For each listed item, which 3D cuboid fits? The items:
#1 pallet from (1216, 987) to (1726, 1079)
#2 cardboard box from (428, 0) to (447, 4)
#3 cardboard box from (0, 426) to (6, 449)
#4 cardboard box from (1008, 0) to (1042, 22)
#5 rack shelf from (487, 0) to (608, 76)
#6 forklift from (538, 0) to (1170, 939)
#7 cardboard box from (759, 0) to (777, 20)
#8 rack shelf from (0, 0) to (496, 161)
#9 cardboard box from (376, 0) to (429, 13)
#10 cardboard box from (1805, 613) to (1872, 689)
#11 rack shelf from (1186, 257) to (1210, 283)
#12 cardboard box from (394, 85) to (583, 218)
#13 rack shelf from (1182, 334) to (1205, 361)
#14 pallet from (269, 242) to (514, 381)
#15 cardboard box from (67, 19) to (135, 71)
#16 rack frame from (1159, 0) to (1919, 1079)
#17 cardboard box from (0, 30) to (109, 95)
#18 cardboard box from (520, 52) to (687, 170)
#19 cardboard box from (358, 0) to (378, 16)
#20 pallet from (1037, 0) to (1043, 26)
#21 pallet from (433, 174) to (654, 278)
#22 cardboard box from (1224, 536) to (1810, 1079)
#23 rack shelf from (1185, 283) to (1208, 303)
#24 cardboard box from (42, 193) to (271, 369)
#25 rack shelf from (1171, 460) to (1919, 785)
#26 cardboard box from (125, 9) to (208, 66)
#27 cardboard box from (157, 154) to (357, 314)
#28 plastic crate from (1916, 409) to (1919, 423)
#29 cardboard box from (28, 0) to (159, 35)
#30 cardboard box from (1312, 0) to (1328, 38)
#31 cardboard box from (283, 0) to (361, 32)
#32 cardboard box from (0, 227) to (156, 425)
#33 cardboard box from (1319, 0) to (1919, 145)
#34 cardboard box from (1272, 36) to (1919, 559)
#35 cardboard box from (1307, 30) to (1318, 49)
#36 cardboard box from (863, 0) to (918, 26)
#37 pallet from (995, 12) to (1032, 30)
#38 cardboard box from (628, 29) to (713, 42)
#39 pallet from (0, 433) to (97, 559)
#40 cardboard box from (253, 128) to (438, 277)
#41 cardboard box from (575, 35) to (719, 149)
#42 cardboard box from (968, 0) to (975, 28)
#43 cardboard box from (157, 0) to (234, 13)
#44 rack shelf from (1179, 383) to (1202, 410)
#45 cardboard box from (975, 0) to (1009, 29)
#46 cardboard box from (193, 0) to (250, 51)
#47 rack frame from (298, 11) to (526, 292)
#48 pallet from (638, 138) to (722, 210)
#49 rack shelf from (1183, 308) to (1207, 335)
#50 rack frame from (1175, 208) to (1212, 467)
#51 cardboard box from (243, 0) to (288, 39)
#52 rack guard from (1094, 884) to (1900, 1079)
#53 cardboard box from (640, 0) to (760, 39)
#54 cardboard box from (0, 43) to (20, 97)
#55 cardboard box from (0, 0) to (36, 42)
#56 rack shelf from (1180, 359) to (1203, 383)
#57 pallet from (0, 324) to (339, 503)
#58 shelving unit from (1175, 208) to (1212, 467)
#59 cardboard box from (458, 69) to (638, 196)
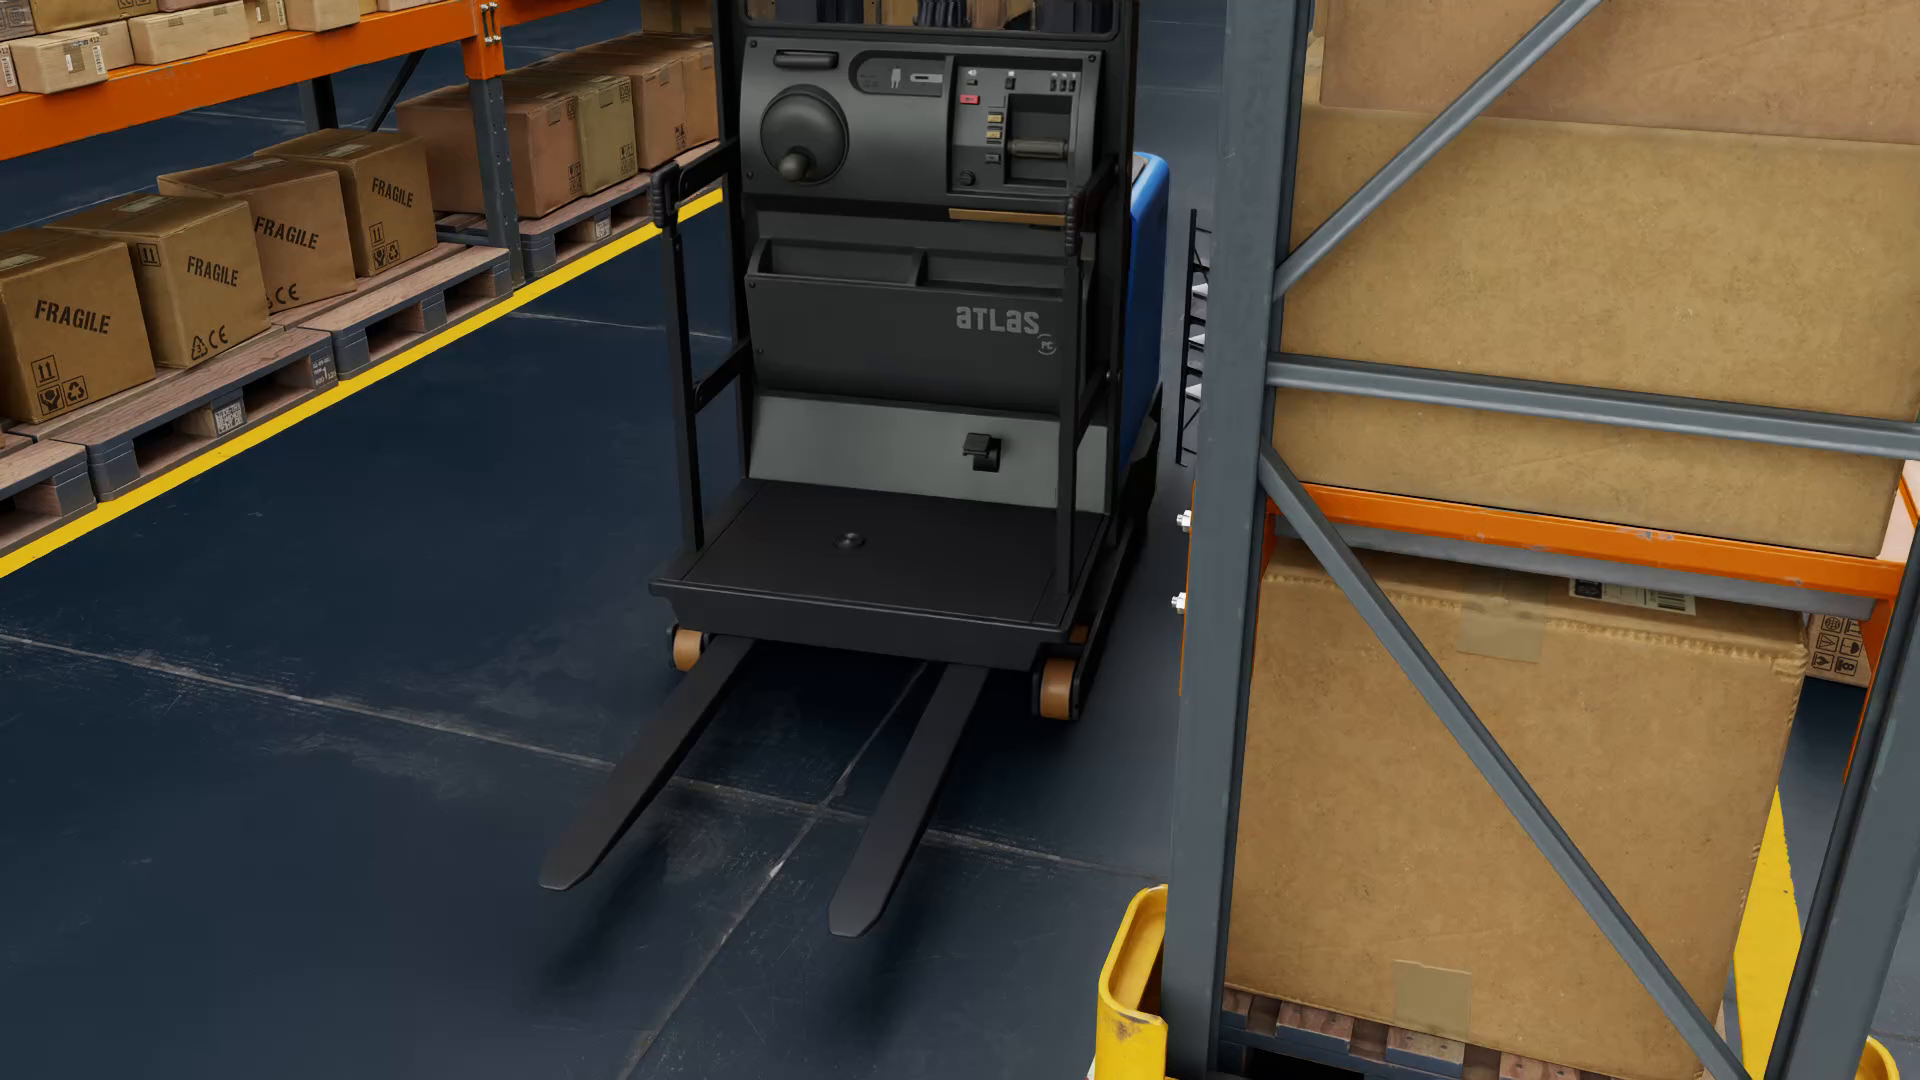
[{"bbox_3d":[1.011,0.747,3.465,1.003,0.211,1.213,9,27,17],"label":"pallet"},{"bbox_3d":[-2.288,-2.328,6.905,0.380,0.149,0.250,9,27,17],"label":"cardboard box"},{"bbox_3d":[-3.435,-0.498,5.222,0.500,0.500,0.500,17,30,31],"label":"cardboard box"},{"bbox_3d":[-0.026,-4.827,13.733,1.225,0.875,0.875,9,27,18],"label":"cardboard box"},{"bbox_3d":[-1.829,-3.071,8.975,1.077,0.370,4.000,9,27,17],"label":"rack shelf"},{"bbox_3d":[-0.158,-1.036,4.026,1.130,2.935,3.031,6,26,12],"label":"forklift"},{"bbox_3d":[-1.358,-3.347,10.224,0.500,0.250,0.500,10,28,20],"label":"cardboard box"},{"bbox_3d":[-3.160,-1.427,5.580,1.077,0.370,4.000,9,27,17],"label":"rack shelf"},{"bbox_3d":[-2.381,-2.227,6.696,0.380,0.149,0.250,9,27,17],"label":"cardboard box"},{"bbox_3d":[2.601,0.099,4.469,0.500,0.500,0.500,14,29,26],"label":"cardboard box"},{"bbox_3d":[0.909,-0.875,5.482,0.200,0.077,0.258,-19,31,-33],"label":"rack shelf"},{"bbox_3d":[-2.270,-1.895,8.085,0.700,0.500,0.500,7,27,13],"label":"cardboard box"},{"bbox_3d":[0.909,-0.632,5.599,0.200,0.077,0.258,-19,31,-33],"label":"rack shelf"},{"bbox_3d":[-2.684,-1.036,7.148,1.003,0.211,1.213,9,27,17],"label":"pallet"},{"bbox_3d":[-2.957,-1.623,5.447,0.380,0.149,0.250,9,27,17],"label":"cardboard box"},{"bbox_3d":[0.815,-0.168,2.156,0.949,2.616,0.053,9,27,17],"label":"rack frame"},{"bbox_3d":[-2.915,-1.501,5.195,0.380,0.149,0.250,9,27,17],"label":"cardboard box"},{"bbox_3d":[-1.907,-2.318,8.959,0.700,0.500,0.500,6,27,13],"label":"cardboard box"},{"bbox_3d":[-2.520,-2.133,6.502,0.380,0.149,0.250,9,27,17],"label":"cardboard box"},{"bbox_3d":[0.495,-4.906,15.141,1.003,0.211,1.213,9,27,17],"label":"pallet"},{"bbox_3d":[-2.236,-1.638,8.390,1.003,0.211,1.213,9,27,17],"label":"pallet"},{"bbox_3d":[0.982,0.311,3.122,0.875,0.875,0.875,9,27,18],"label":"cardboard box"},{"bbox_3d":[0.909,-0.794,5.521,0.200,0.077,0.258,-19,31,-33],"label":"rack shelf"},{"bbox_3d":[-2.981,-0.975,6.208,0.500,0.500,0.500,6,27,13],"label":"cardboard box"},{"bbox_3d":[1.484,-0.666,4.009,1.077,0.370,4.000,9,27,17],"label":"rack shelf"},{"bbox_3d":[-2.801,-1.714,5.637,0.380,0.149,0.250,9,27,17],"label":"cardboard box"},{"bbox_3d":[-2.848,-1.241,6.758,0.500,0.500,0.500,19,32,34],"label":"cardboard box"},{"bbox_3d":[3.327,-0.311,5.610,0.662,0.188,0.450,-20,23,-36],"label":"plastic crate"},{"bbox_3d":[-3.179,-1.956,5.391,0.875,0.500,0.500,9,27,17],"label":"cardboard box"},{"bbox_3d":[1.074,-1.108,2.685,0.875,0.550,0.550,9,27,17],"label":"cardboard box"},{"bbox_3d":[-2.499,-2.014,6.256,0.380,0.149,0.250,9,27,17],"label":"cardboard box"},{"bbox_3d":[-3.209,-0.752,5.748,0.500,0.500,0.500,11,28,22],"label":"cardboard box"},{"bbox_3d":[0.978,-0.868,2.190,0.875,0.550,0.550,9,27,17],"label":"cardboard box"},{"bbox_3d":[0.899,-0.394,2.451,0.875,0.550,0.550,9,27,17],"label":"cardboard box"},{"bbox_3d":[1.062,-0.624,2.924,0.875,0.550,0.550,9,27,17],"label":"cardboard box"},{"bbox_3d":[-0.914,-3.730,11.467,1.225,0.875,0.875,7,27,15],"label":"cardboard box"},{"bbox_3d":[-0.018,-4.277,13.841,1.003,0.211,1.213,9,27,17],"label":"pallet"},{"bbox_3d":[-1.540,-2.781,9.916,0.700,0.500,0.500,6,27,13],"label":"cardboard box"},{"bbox_3d":[-3.496,-0.034,5.077,1.003,0.211,1.213,9,27,17],"label":"pallet"},{"bbox_3d":[-2.665,-1.478,7.247,0.500,0.500,0.500,8,27,16],"label":"cardboard box"},{"bbox_3d":[-1.722,-2.547,9.432,0.700,0.500,0.500,11,28,22],"label":"cardboard box"},{"bbox_3d":[-0.610,-4.095,12.221,1.225,0.875,0.875,9,27,18],"label":"cardboard box"},{"bbox_3d":[-2.973,-2.155,5.803,0.875,0.500,0.500,9,27,17],"label":"cardboard box"},{"bbox_3d":[0.909,-0.470,5.678,0.200,0.077,0.258,-19,31,-33],"label":"rack shelf"},{"bbox_3d":[-0.323,-4.460,12.975,1.225,0.875,0.875,8,27,16],"label":"cardboard box"},{"bbox_3d":[-2.751,-1.822,5.859,0.380,0.149,0.250,9,27,17],"label":"cardboard box"},{"bbox_3d":[-2.494,-2.573,7.121,1.000,3.000,0.127,9,27,17],"label":"rack frame"},{"bbox_3d":[-1.832,-2.141,9.429,1.003,0.211,1.213,9,27,17],"label":"pallet"},{"bbox_3d":[0.909,-0.713,5.560,0.200,0.077,0.258,-19,31,-33],"label":"rack shelf"},{"bbox_3d":[0.829,-0.635,5.529,0.006,0.900,0.240,-19,31,-33],"label":"rack frame"},{"bbox_3d":[-2.706,-1.931,6.084,0.380,0.149,0.250,9,27,17],"label":"cardboard box"},{"bbox_3d":[0.810,0.967,2.679,1.175,0.500,0.348,9,27,17],"label":"rack guard"},{"bbox_3d":[-1.525,-3.128,9.771,0.500,0.250,0.500,12,28,23],"label":"cardboard box"},{"bbox_3d":[-3.096,-1.413,5.014,0.380,0.149,0.250,9,27,17],"label":"cardboard box"},{"bbox_3d":[-3.356,-1.752,4.970,0.875,0.500,0.500,9,27,17],"label":"cardboard box"},{"bbox_3d":[0.909,-0.551,5.639,0.200,0.077,0.258,-19,31,-33],"label":"rack shelf"},{"bbox_3d":[-3.089,-0.533,6.109,1.003,0.211,1.213,9,27,17],"label":"pallet"},{"bbox_3d":[0.909,-0.662,5.585,0.210,0.900,0.258,-19,31,-33],"label":"shelving unit"},{"bbox_3d":[-2.093,-2.088,8.484,0.700,0.500,0.500,9,27,17],"label":"cardboard box"}]
